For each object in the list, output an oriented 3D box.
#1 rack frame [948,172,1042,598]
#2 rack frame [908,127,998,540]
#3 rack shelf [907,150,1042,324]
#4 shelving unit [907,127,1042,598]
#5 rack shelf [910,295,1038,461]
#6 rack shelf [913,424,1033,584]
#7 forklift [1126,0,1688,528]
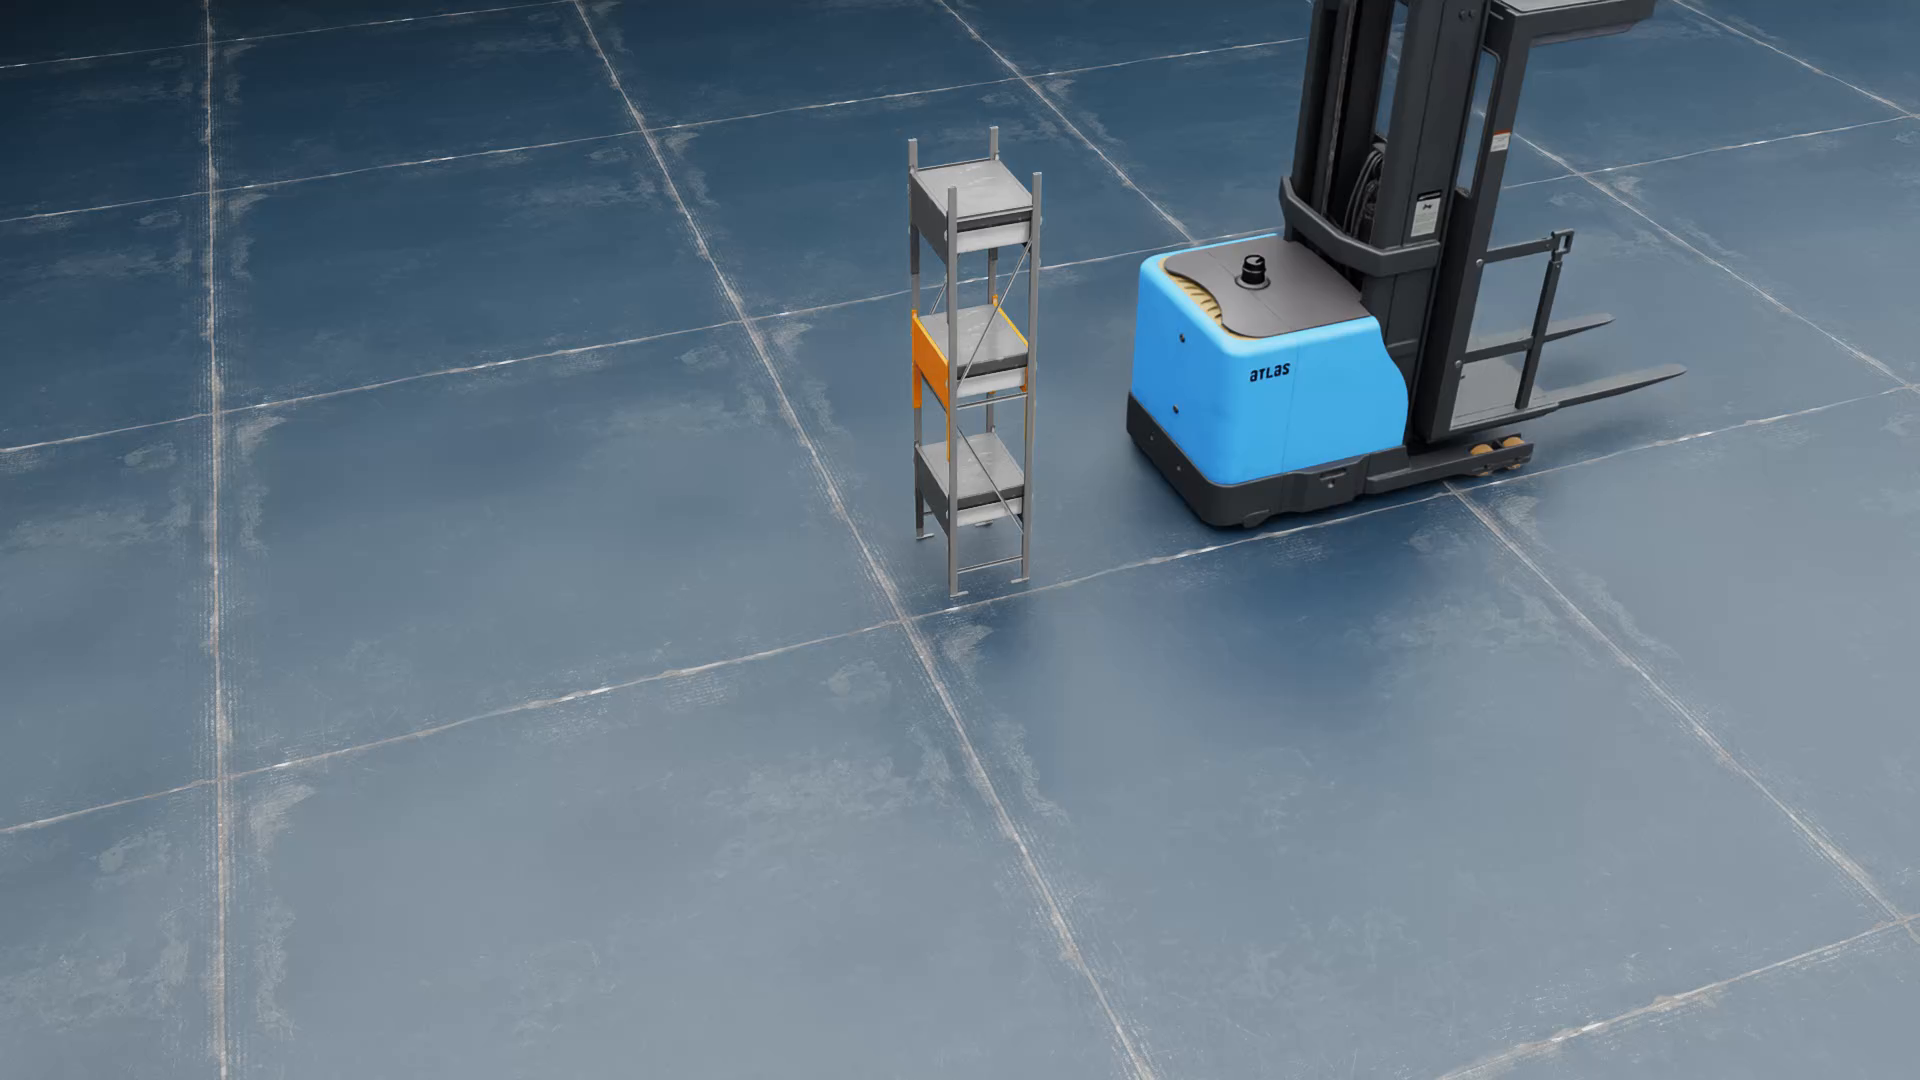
[{"bbox_3d":[0.141,-0.607,7.311,0.400,2.100,0.015,-12,39,-16],"label":"rack frame"},{"bbox_3d":[-0.027,-0.883,7.677,0.400,2.100,0.015,-12,39,-16],"label":"rack frame"},{"bbox_3d":[0.057,-1.293,7.081,0.431,0.518,0.480,-12,39,-16],"label":"rack shelf"},{"bbox_3d":[0.057,-0.745,7.494,0.431,2.100,0.503,-12,39,-16],"label":"shelving unit"},{"bbox_3d":[0.057,-0.734,7.502,0.431,0.518,0.480,-12,39,-16],"label":"rack shelf"},{"bbox_3d":[0.057,-0.175,7.923,0.431,0.518,0.480,-12,39,-16],"label":"rack shelf"},{"bbox_3d":[2.461,-1.784,8.183,3.031,2.935,1.130,-13,39,-17],"label":"forklift"}]
